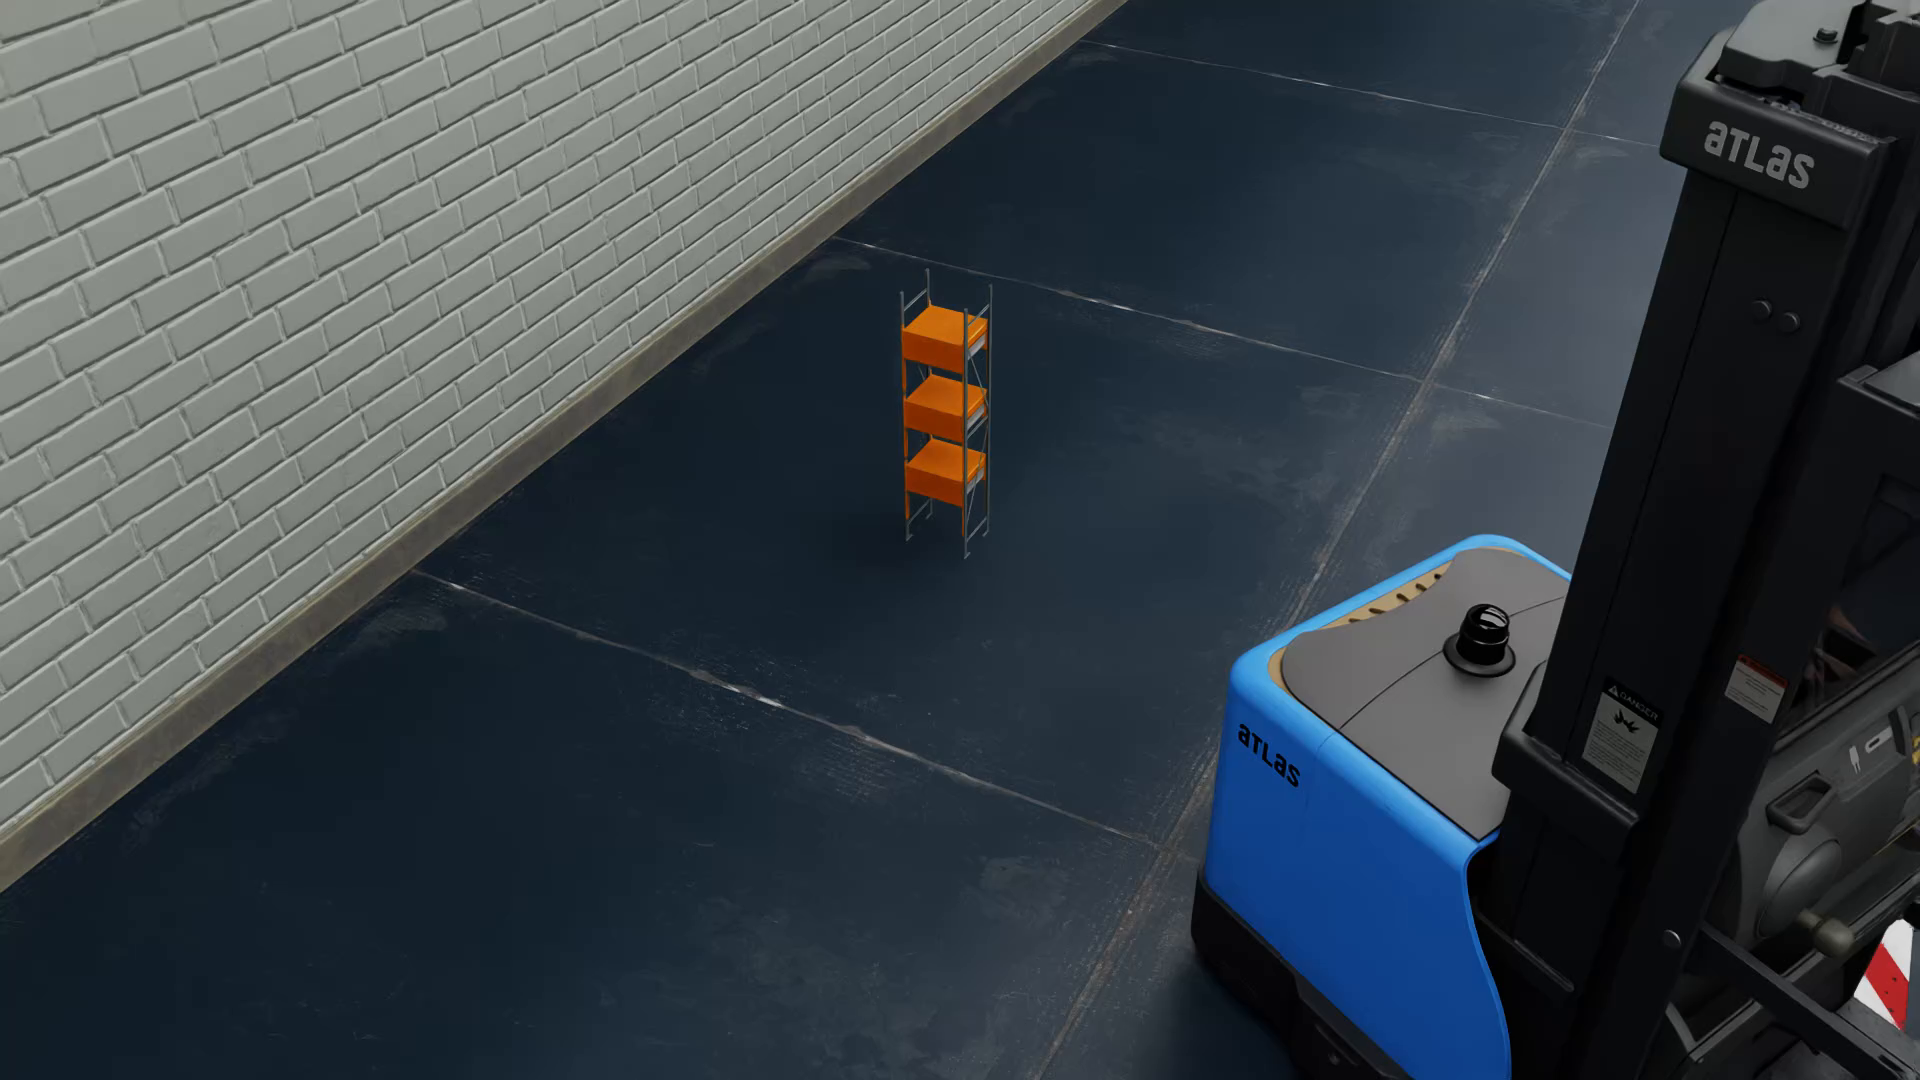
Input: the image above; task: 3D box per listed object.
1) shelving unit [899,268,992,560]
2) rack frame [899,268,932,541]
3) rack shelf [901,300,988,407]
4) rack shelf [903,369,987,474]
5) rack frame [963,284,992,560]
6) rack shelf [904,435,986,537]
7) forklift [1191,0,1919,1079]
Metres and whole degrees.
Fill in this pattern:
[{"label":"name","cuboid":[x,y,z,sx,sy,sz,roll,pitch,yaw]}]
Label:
[{"label":"shelving unit","cuboid":[-0.048,-0.433,5.952,0.252,1.050,0.215,17,41,21]},{"label":"rack frame","cuboid":[-0.156,-0.467,5.997,0.008,1.050,0.200,17,41,21]},{"label":"rack shelf","cuboid":[-0.048,-0.651,5.787,0.240,0.259,0.215,17,41,21]},{"label":"rack shelf","cuboid":[-0.048,-0.425,5.959,0.240,0.259,0.215,17,41,21]},{"label":"rack frame","cuboid":[0.061,-0.399,5.907,0.008,1.050,0.200,17,41,21]},{"label":"rack shelf","cuboid":[-0.048,-0.203,6.127,0.240,0.259,0.215,17,41,21]},{"label":"forklift","cuboid":[1.908,0.544,3.109,1.130,2.935,3.031,-23,43,-27]}]
